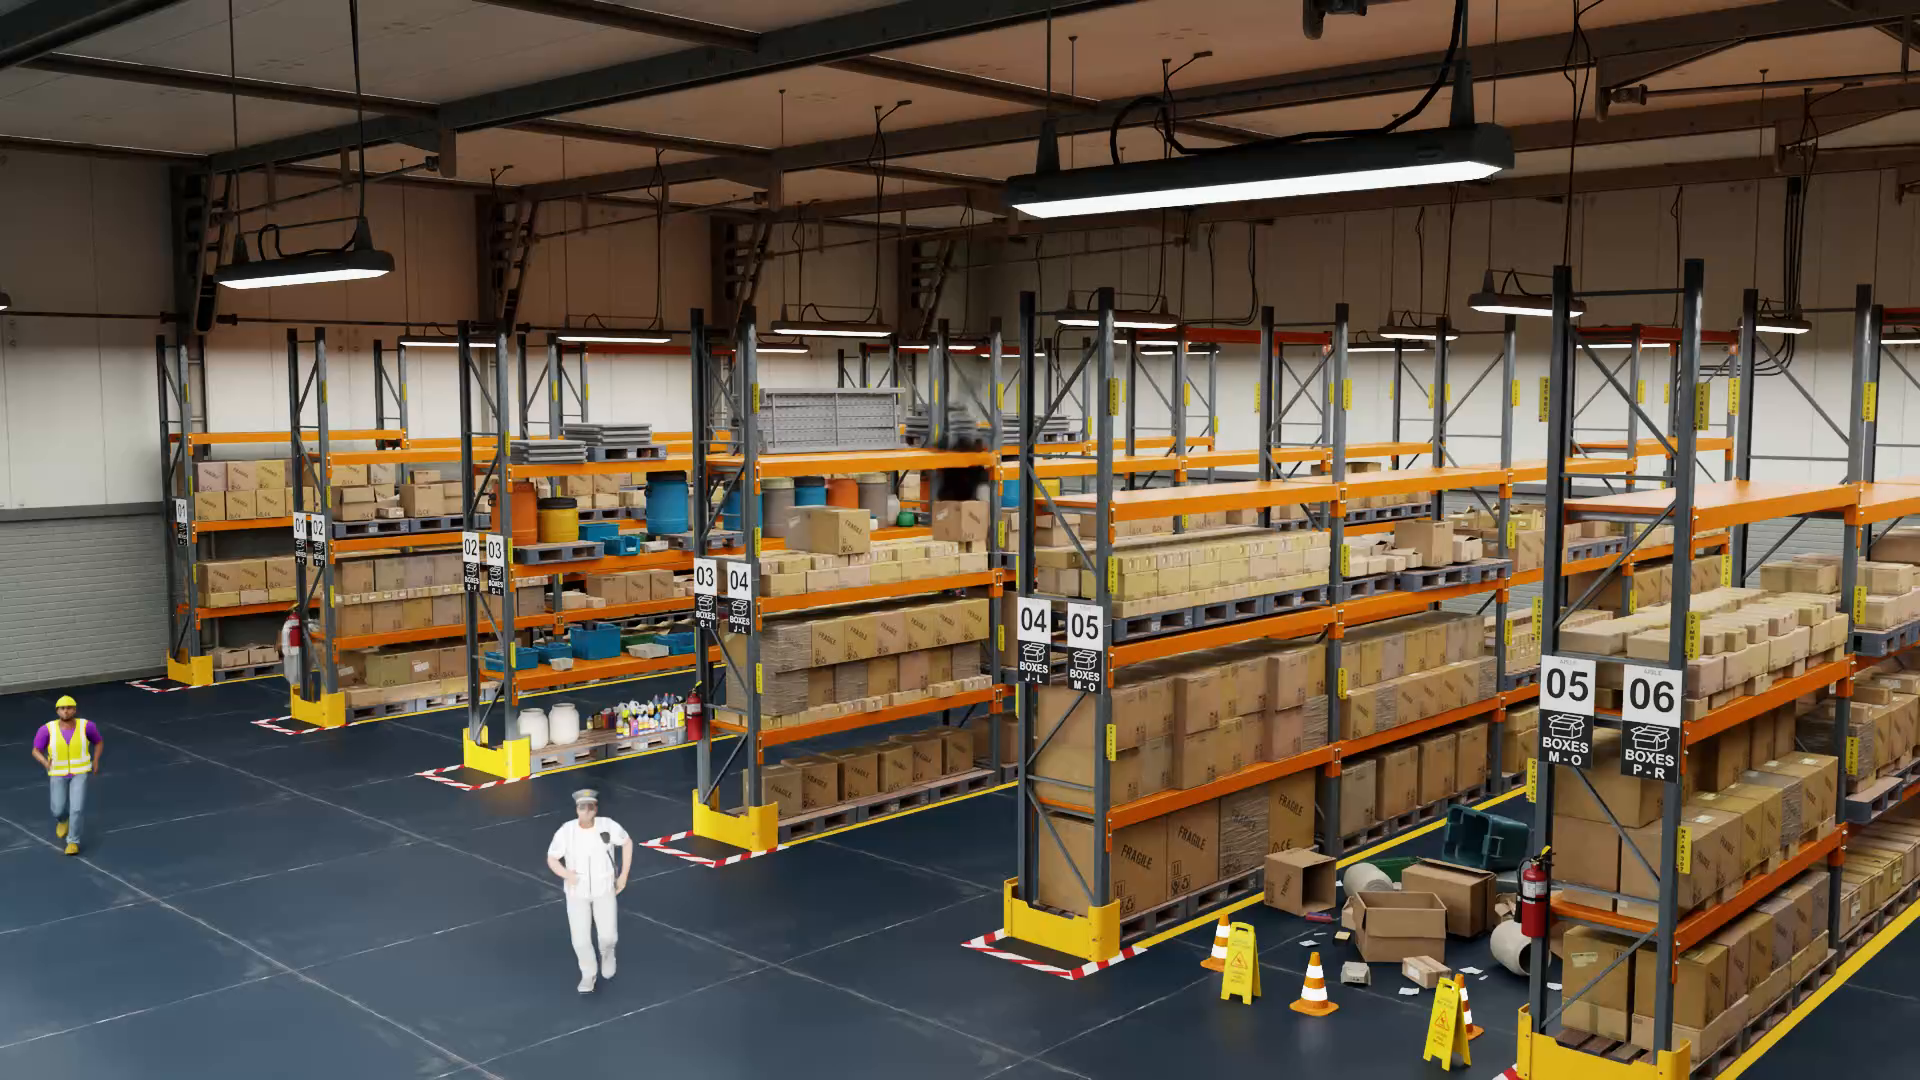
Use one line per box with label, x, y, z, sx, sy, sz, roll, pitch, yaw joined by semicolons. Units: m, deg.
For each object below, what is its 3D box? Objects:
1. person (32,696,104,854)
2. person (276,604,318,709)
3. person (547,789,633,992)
person;-9.869;2.574;18.427;0.704;1.725;0.668;-3;6;-28
person;-10.661;1.842;26.805;0.607;1.650;0.779;1;6;15
person;-3.125;2.971;14.078;0.716;1.755;0.578;-1;6;-12
